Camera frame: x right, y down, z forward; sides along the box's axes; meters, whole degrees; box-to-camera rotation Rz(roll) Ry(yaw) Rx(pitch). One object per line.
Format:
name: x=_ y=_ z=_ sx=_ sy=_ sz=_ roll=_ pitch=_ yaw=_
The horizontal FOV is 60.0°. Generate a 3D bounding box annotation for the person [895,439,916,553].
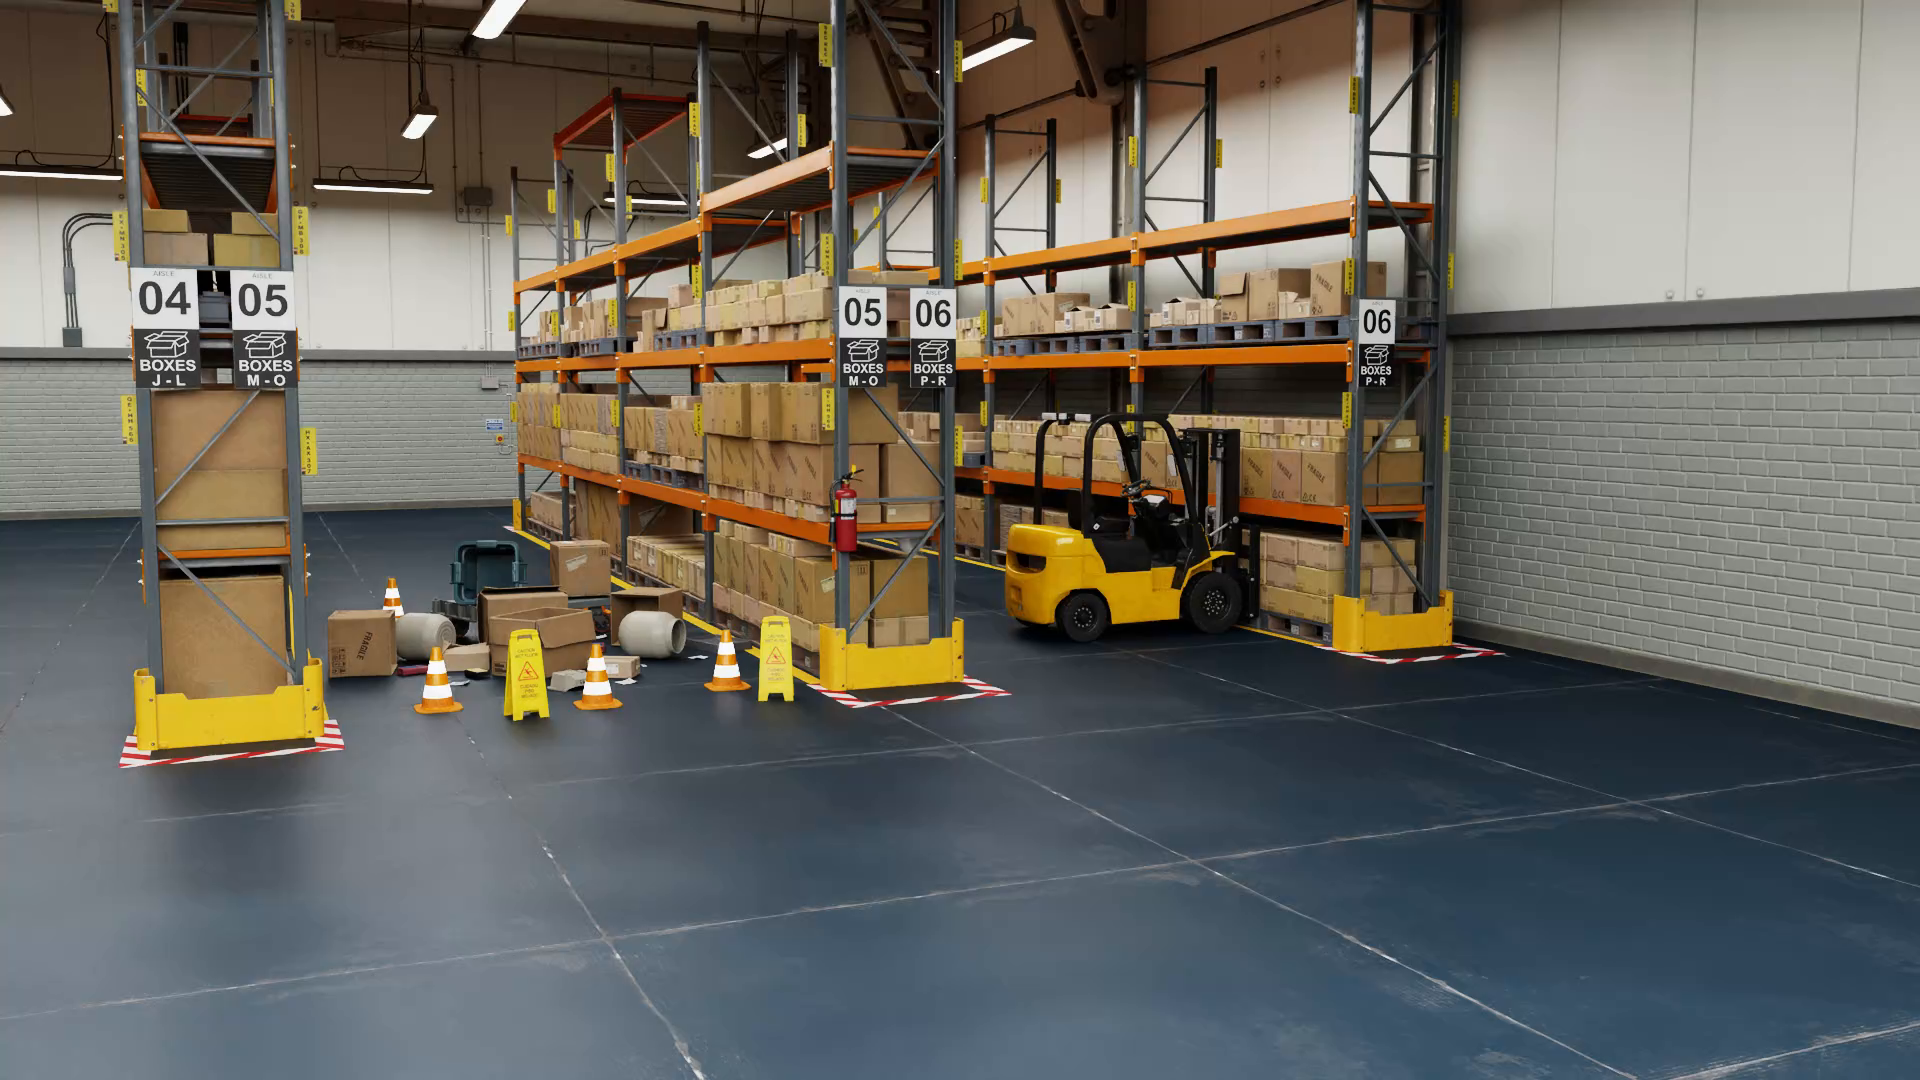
person: x=-0.728 y=-0.353 z=20.268 sx=0.539 sy=1.751 sz=0.928 roll=-3 pitch=6 yaw=-29
